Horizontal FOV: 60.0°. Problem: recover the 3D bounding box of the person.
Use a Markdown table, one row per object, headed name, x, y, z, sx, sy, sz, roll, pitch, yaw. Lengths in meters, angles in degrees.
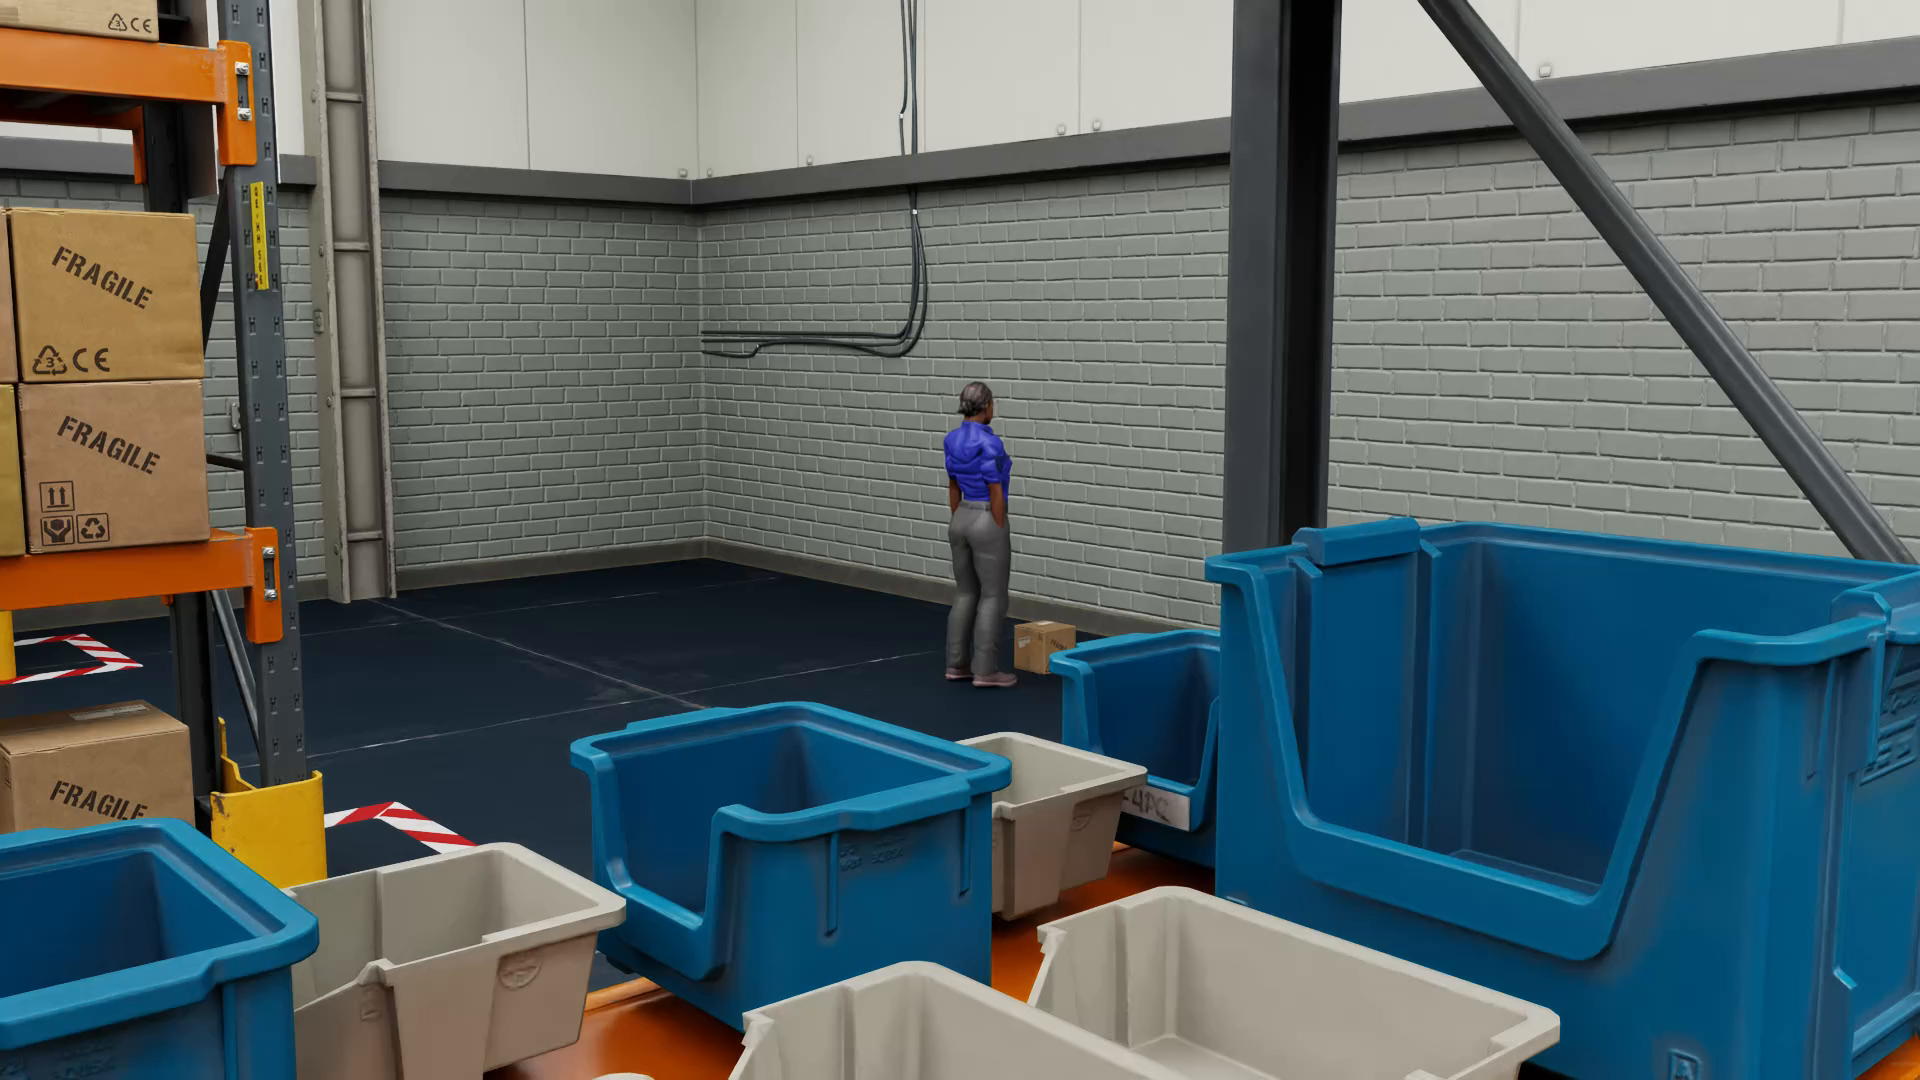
| name | x | y | z | sx | sy | sz | roll | pitch | yaw |
| --- | --- | --- | --- | --- | --- | --- | --- | --- | --- |
| person | 0.100 | -0.036 | 9.115 | 0.298 | 1.660 | 0.437 | -6 | 10 | -40 |
